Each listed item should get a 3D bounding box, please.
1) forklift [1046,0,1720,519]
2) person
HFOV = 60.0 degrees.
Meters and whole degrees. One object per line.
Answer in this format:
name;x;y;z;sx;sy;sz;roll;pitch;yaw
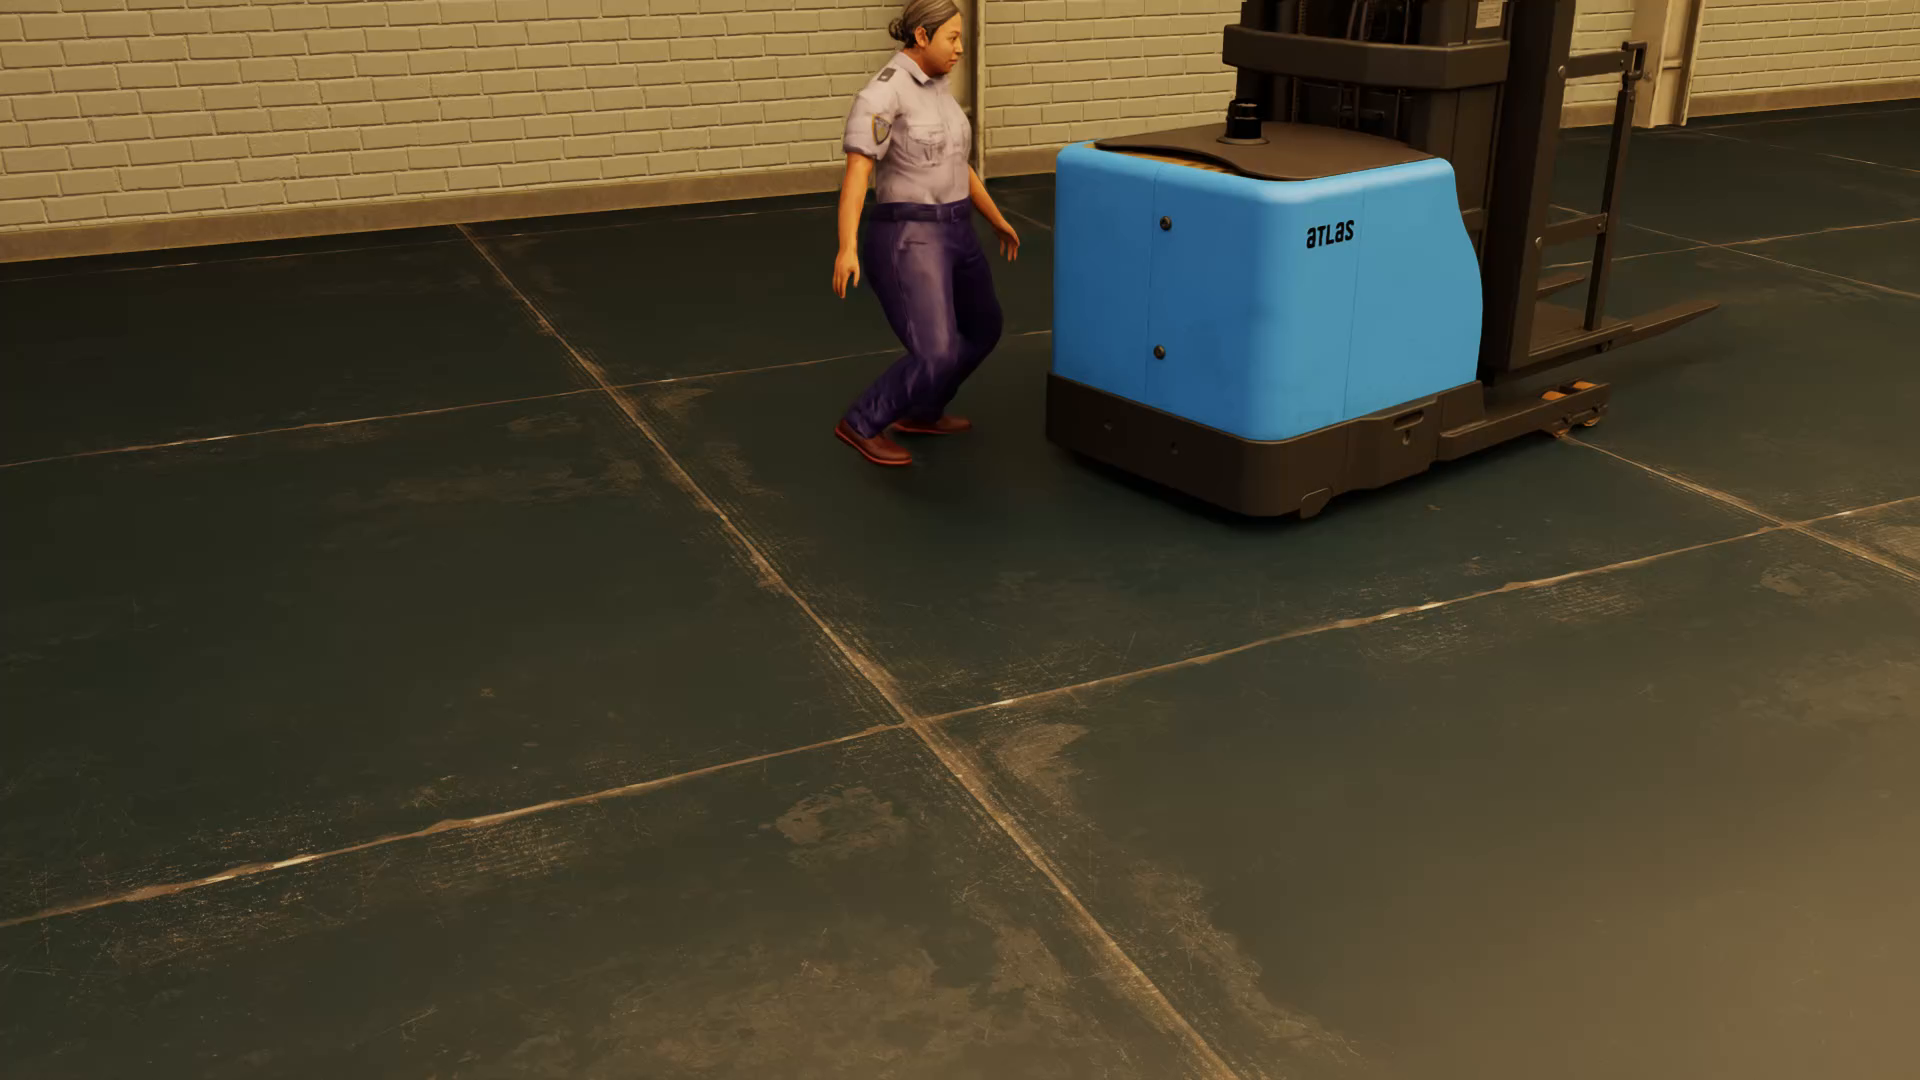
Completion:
forklift;1.762;-1.862;5.769;3.031;2.935;1.130;-17;28;-36
person;-0.115;-0.976;5.482;0.545;1.547;0.850;14;26;30
